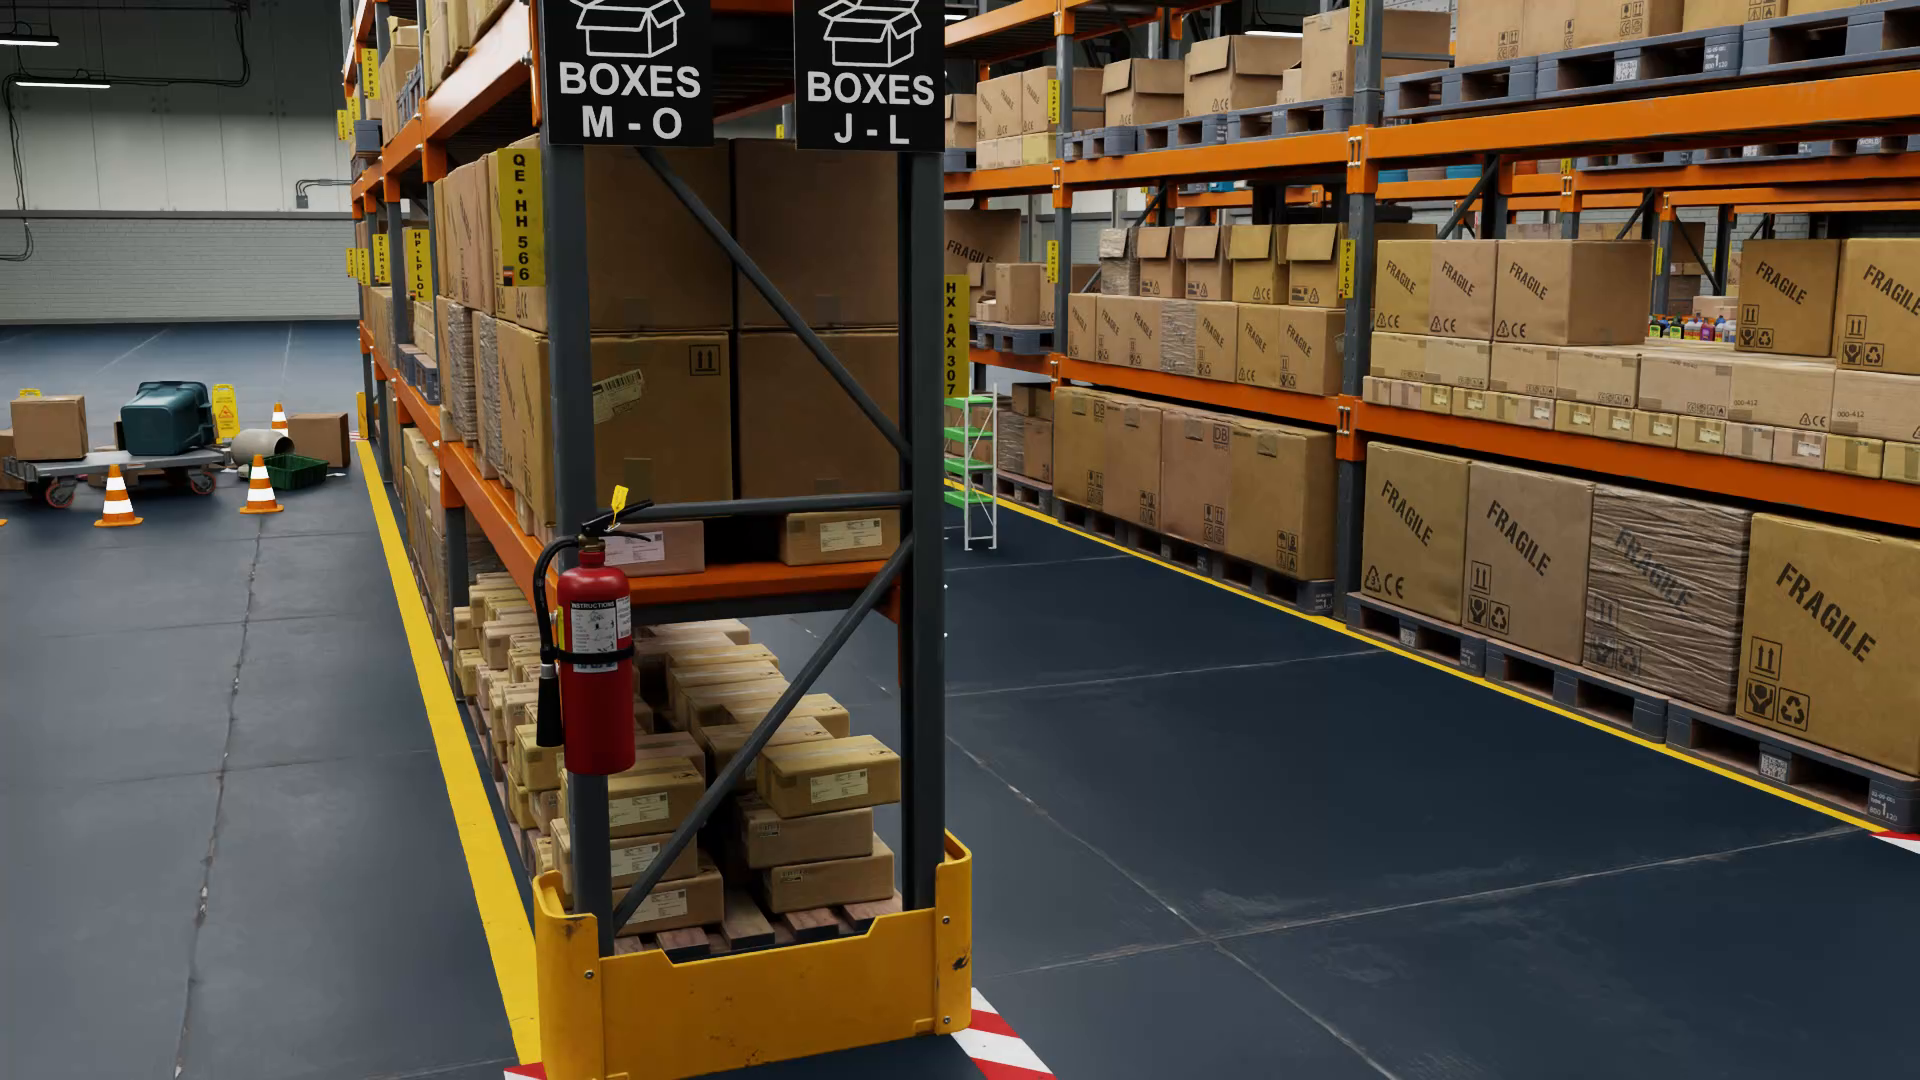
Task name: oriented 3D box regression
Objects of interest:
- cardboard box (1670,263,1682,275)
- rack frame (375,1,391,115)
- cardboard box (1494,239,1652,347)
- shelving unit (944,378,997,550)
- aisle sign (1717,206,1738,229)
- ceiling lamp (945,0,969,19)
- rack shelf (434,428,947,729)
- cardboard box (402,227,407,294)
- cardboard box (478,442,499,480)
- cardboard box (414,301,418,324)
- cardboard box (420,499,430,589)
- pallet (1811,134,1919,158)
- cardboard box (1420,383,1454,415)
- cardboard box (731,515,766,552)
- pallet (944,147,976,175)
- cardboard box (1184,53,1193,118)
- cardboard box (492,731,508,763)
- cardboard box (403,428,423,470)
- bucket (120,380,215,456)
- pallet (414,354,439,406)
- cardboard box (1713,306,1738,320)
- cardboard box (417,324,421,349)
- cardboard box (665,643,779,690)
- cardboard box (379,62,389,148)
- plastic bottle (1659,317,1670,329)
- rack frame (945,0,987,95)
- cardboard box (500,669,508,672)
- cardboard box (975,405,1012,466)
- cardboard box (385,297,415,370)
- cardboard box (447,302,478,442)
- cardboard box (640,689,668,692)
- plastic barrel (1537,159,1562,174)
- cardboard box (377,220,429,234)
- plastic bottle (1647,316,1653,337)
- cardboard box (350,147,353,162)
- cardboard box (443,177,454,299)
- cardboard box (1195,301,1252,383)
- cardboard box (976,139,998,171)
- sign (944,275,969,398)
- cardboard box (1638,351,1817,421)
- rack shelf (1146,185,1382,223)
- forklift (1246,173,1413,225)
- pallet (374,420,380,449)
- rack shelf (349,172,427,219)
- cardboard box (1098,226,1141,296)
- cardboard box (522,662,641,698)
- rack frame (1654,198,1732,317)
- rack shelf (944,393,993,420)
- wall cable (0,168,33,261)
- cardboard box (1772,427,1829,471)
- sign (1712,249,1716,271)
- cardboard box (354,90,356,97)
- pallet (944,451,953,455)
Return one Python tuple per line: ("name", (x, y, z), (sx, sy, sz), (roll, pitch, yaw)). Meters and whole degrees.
("cardboard box", (8.719, -3.364, 20.630), (0.380, 0.149, 0.250), (-4, 11, -21))
("rack frame", (-3.427, -4.339, 11.119), (1.000, 3.000, 0.127), (-4, 11, -21))
("cardboard box", (2.981, -1.213, 8.111), (0.500, 0.500, 0.500), (-4, 11, -23))
("shelving unit", (0.060, -0.564, 12.163), (0.258, 1.200, 0.503), (-4, 11, -21))
("aisle sign", (11.878, -5.205, 25.695), (0.394, 0.787, 0.004), (-4, 11, -21))
("ceiling lamp", (-0.930, -10.140, 27.065), (2.000, 3.185, 0.800), (-4, 11, -21))
("rack shelf", (-1.253, -0.052, 6.201), (1.077, 0.370, 4.000), (-4, 11, -21))
("cardboard box", (-3.953, -2.167, 12.897), (0.700, 0.500, 0.500), (-4, 11, -22))
("cardboard box", (-1.657, -0.330, 6.428), (0.380, 0.149, 0.250), (-3, 11, -18))
("cardboard box", (-3.439, -1.523, 11.088), (0.380, 0.149, 0.250), (-3, 11, -18))
("cardboard box", (-2.848, 0.019, 9.688), (0.500, 0.500, 0.500), (-4, 11, -22))
("pallet", (6.923, -2.851, 11.856), (1.213, 0.211, 1.003), (-4, 11, -21))
("cardboard box", (2.670, -0.752, 8.800), (0.380, 0.149, 0.250), (-4, 11, -19))
("cardboard box", (-0.471, -0.069, 4.958), (0.380, 0.149, 0.250), (-3, 11, -19))
("pallet", (0.286, -3.444, 15.190), (1.213, 0.211, 1.003), (-4, 11, -21))
("cardboard box", (1.915, -3.186, 11.718), (0.500, 0.500, 0.500), (-3, 11, -18))
("cardboard box", (-1.637, 0.753, 6.562), (0.380, 0.149, 0.250), (-4, 11, -22))
("cardboard box", (-3.403, -0.603, 11.041), (0.500, 0.250, 0.500), (-4, 11, -23))
("bucket", (-7.075, -1.051, 14.770), (0.726, 0.611, 0.620), (0, 20, -1))
("pallet", (-2.672, -0.971, 9.859), (1.003, 0.211, 1.213), (-4, 11, -21))
("cardboard box", (9.148, -2.683, 19.658), (0.380, 0.149, 0.250), (-4, 11, -21))
("cardboard box", (-3.356, -1.339, 10.901), (0.380, 0.149, 0.250), (-3, 11, -18))
("cardboard box", (-0.897, 0.504, 6.267), (0.380, 0.149, 0.250), (-4, 11, -20))
("cardboard box", (-3.468, -2.801, 10.754), (0.500, 0.500, 0.500), (-4, 11, -21))
("plastic bottle", (5.945, -1.751, 14.068), (0.097, 0.271, 0.097), (0, 10, 0))
("rack frame", (-0.217, -5.290, 16.466), (1.000, 3.000, 0.127), (-4, 11, -21))
("cardboard box", (-1.674, 0.561, 6.793), (0.380, 0.149, 0.250), (-3, 11, -18))
("cardboard box", (0.546, -0.960, 15.131), (0.700, 0.500, 0.500), (-3, 11, -16))
("cardboard box", (-3.841, -1.491, 11.953), (0.500, 0.500, 0.500), (-4, 11, -21))
("cardboard box", (-1.698, -0.667, 6.468), (0.500, 0.500, 0.500), (-4, 11, -22))
("cardboard box", (-1.099, 0.614, 6.496), (0.380, 0.149, 0.250), (-3, 11, -18))
("plastic barrel", (5.753, -3.870, 15.613), (0.600, 0.901, 0.600), (0, 10, 0))
("cardboard box", (-4.978, -2.706, 15.558), (0.875, 0.550, 0.550), (-4, 11, -21))
("plastic bottle", (5.872, -1.770, 14.162), (0.152, 0.276, 0.135), (-4, 11, -21))
("cardboard box", (-6.408, -4.183, 18.036), (0.380, 0.149, 0.250), (-4, 11, -20))
("cardboard box", (-1.839, -1.248, 6.880), (0.500, 0.500, 0.500), (-4, 11, -23))
("cardboard box", (1.889, -1.305, 10.907), (0.500, 0.500, 0.500), (-4, 11, -22))
("cardboard box", (0.460, -3.311, 14.332), (0.500, 0.250, 0.500), (-4, 11, -19))
("sign", (-0.022, -0.540, 4.421), (0.100, 0.325, 0.005), (-4, 11, -21))
("cardboard box", (3.340, -0.679, 7.250), (0.500, 0.250, 0.500), (-4, 11, -23))
("rack shelf", (3.674, -4.100, 20.394), (1.077, 0.370, 4.000), (-4, 11, -21))
("forklift", (3.271, -1.901, 14.736), (1.130, 2.935, 3.031), (8, 13, 38))
("pallet", (-5.964, -1.193, 18.524), (1.003, 0.211, 1.213), (-4, 11, -21))
("rack shelf", (-5.601, -3.487, 16.950), (1.077, 0.370, 4.000), (-4, 11, -21))
("cardboard box", (1.482, -2.107, 12.548), (0.797, 0.503, 0.637), (-4, 11, -19))
("cardboard box", (-1.382, 0.538, 6.071), (0.380, 0.149, 0.250), (-4, 11, -23))
("rack frame", (9.017, -2.965, 20.522), (1.000, 3.000, 0.127), (-4, 11, -21))
("rack shelf", (0.060, -0.973, 12.090), (0.258, 0.148, 0.480), (-4, 11, -21))
("wall cable", (-26.822, -8.761, 44.842), (3.097, 2.526, 0.112), (-4, 11, -21))
("cardboard box", (3.509, -0.375, 6.681), (0.380, 0.149, 0.250), (-4, 11, -21))
("sign", (11.678, -4.324, 25.694), (0.100, 0.325, 0.005), (-4, 11, -21))
("cardboard box", (-5.488, -4.162, 15.643), (0.380, 0.149, 0.250), (-4, 11, -21))
("pallet", (0.066, -0.837, 16.522), (1.003, 0.211, 1.213), (-4, 11, -21))
